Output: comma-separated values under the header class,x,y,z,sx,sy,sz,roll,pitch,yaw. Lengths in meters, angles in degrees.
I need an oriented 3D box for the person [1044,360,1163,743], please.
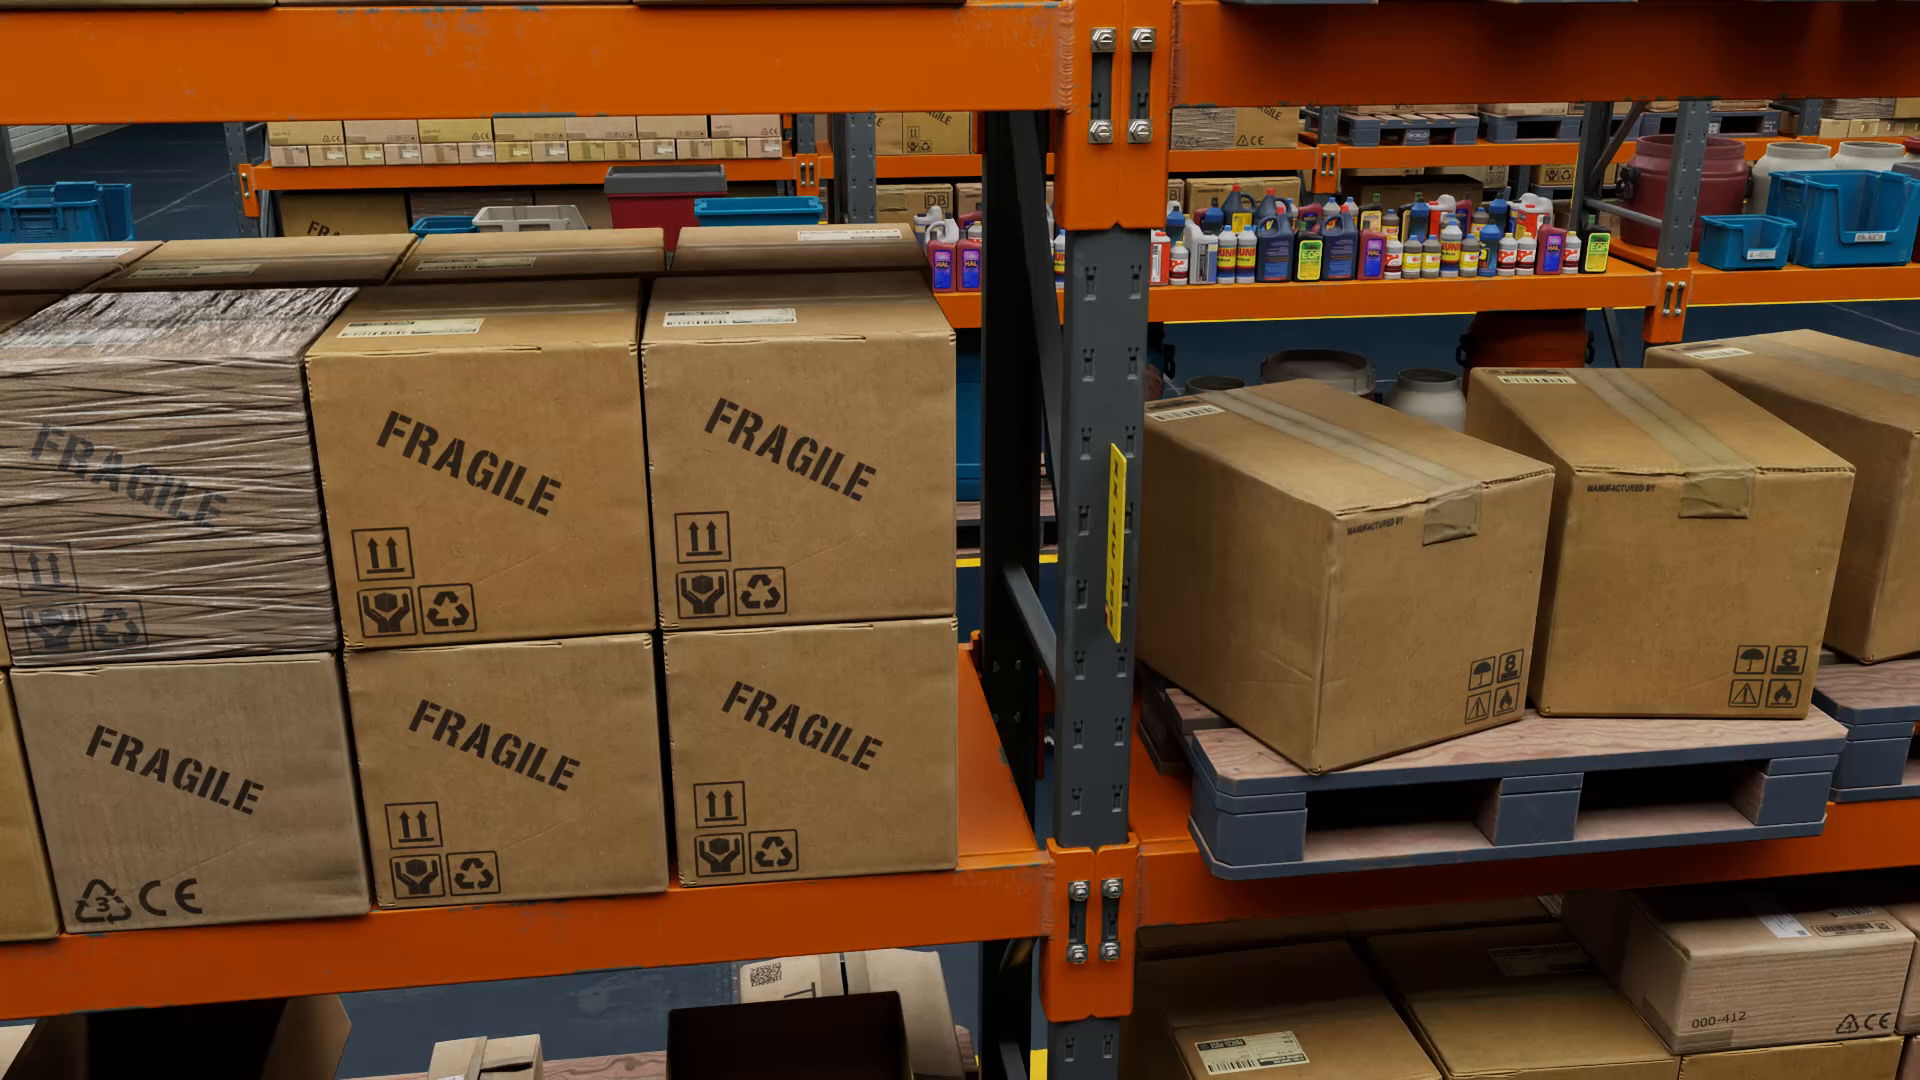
class,x,y,z,sx,sy,sz,roll,pitch,yaw
person,0.626,0.108,5.825,0.462,1.543,0.750,-14,25,-34
